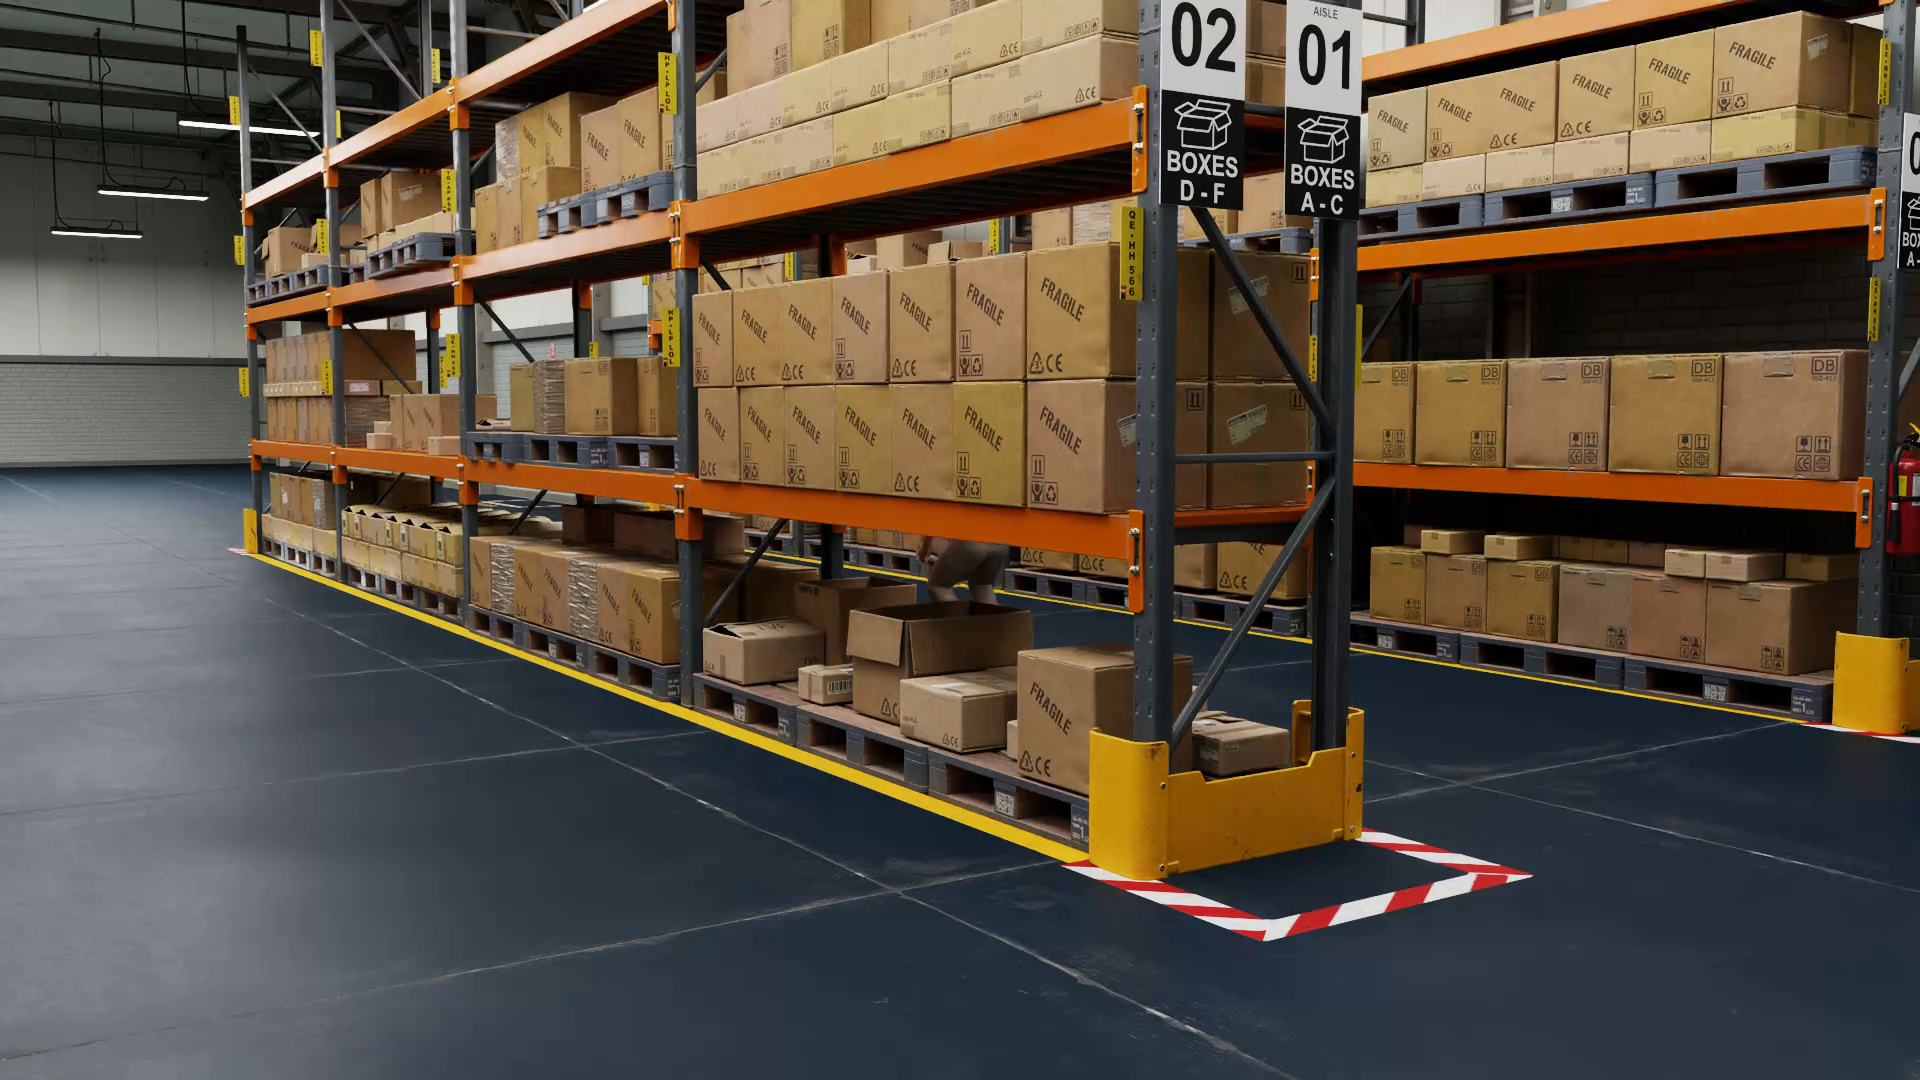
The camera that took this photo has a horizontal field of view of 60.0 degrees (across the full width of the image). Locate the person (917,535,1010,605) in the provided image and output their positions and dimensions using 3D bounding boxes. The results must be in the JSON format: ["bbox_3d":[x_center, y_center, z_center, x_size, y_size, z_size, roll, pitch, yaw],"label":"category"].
[{"bbox_3d":[0.020,0.022,11.674,0.587,1.494,0.644,-3,6,-33],"label":"person"}]
